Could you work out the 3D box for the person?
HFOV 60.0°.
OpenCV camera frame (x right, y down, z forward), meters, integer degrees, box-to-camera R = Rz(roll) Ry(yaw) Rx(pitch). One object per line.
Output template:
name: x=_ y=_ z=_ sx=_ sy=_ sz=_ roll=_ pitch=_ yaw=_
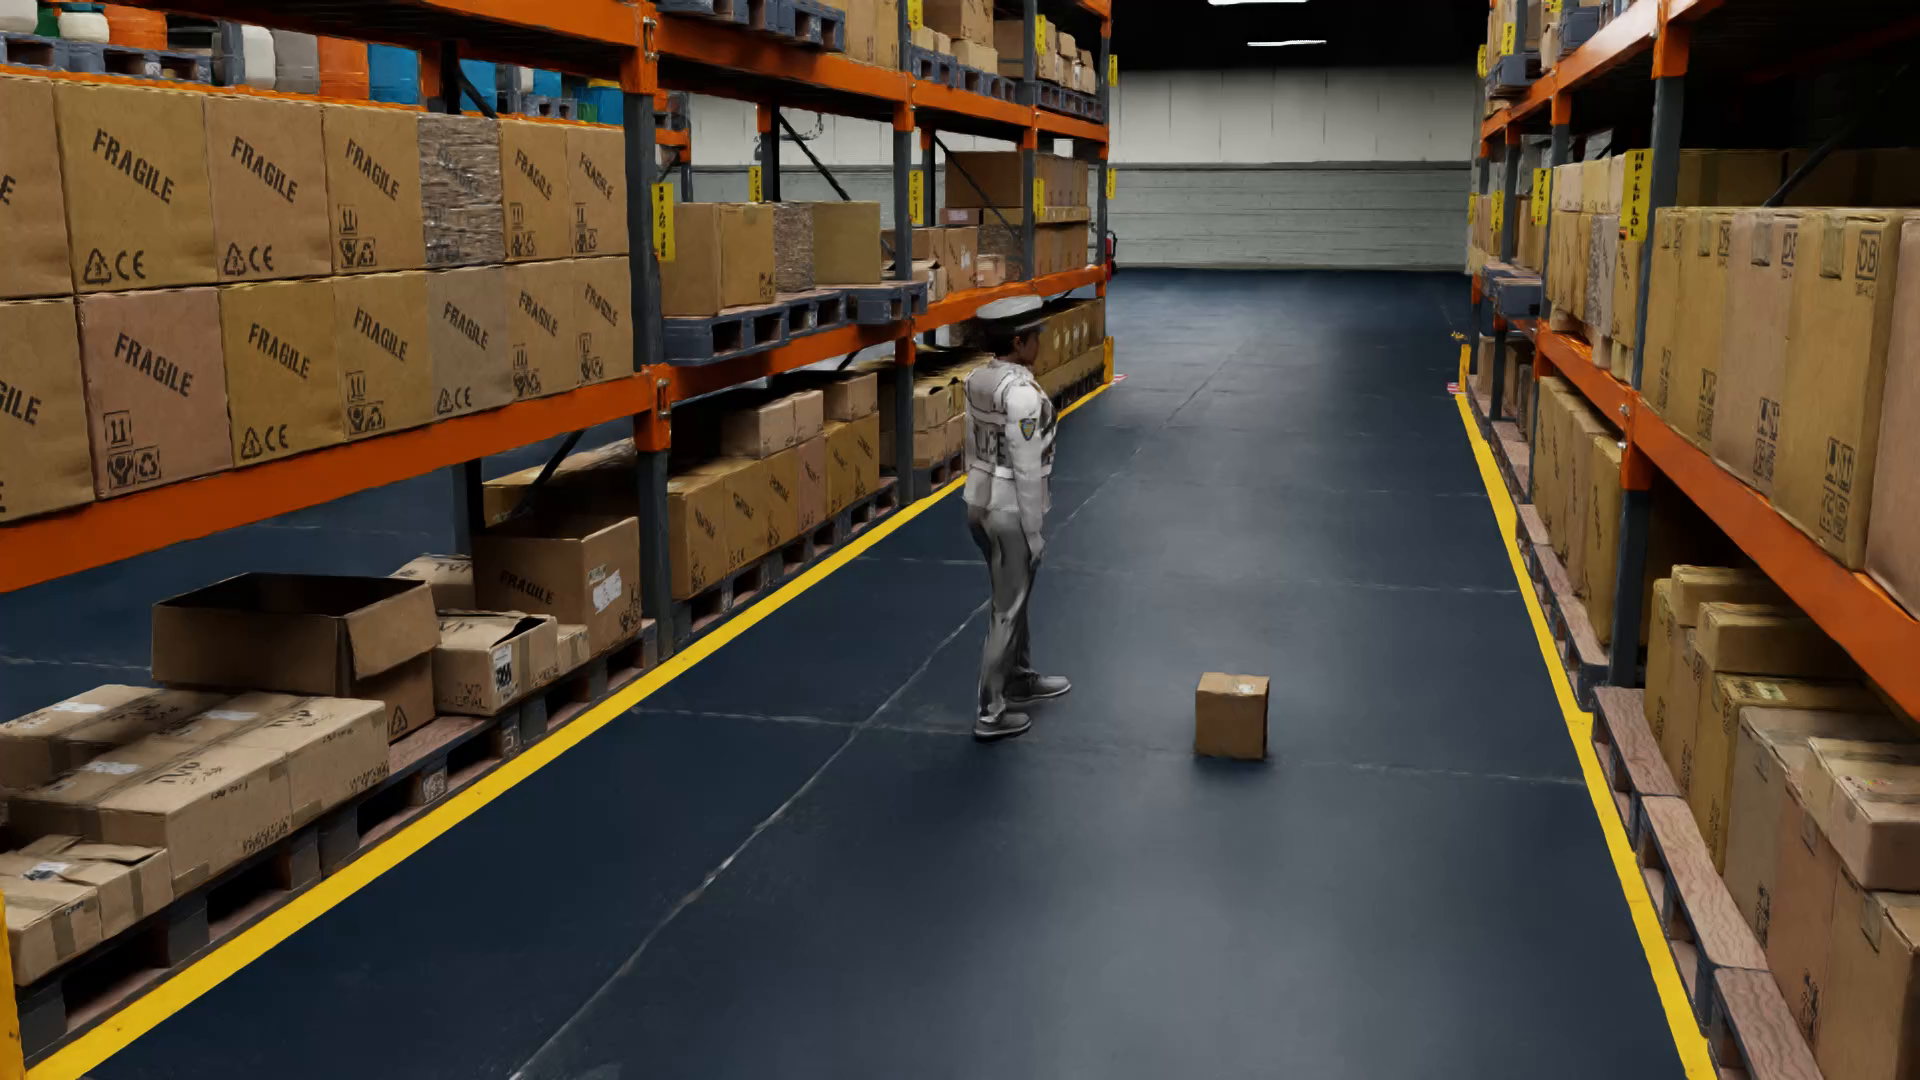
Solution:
person: x=0.281 y=-0.099 z=6.368 sx=0.579 sy=1.679 sz=0.529 roll=-6 pitch=13 yaw=-27
